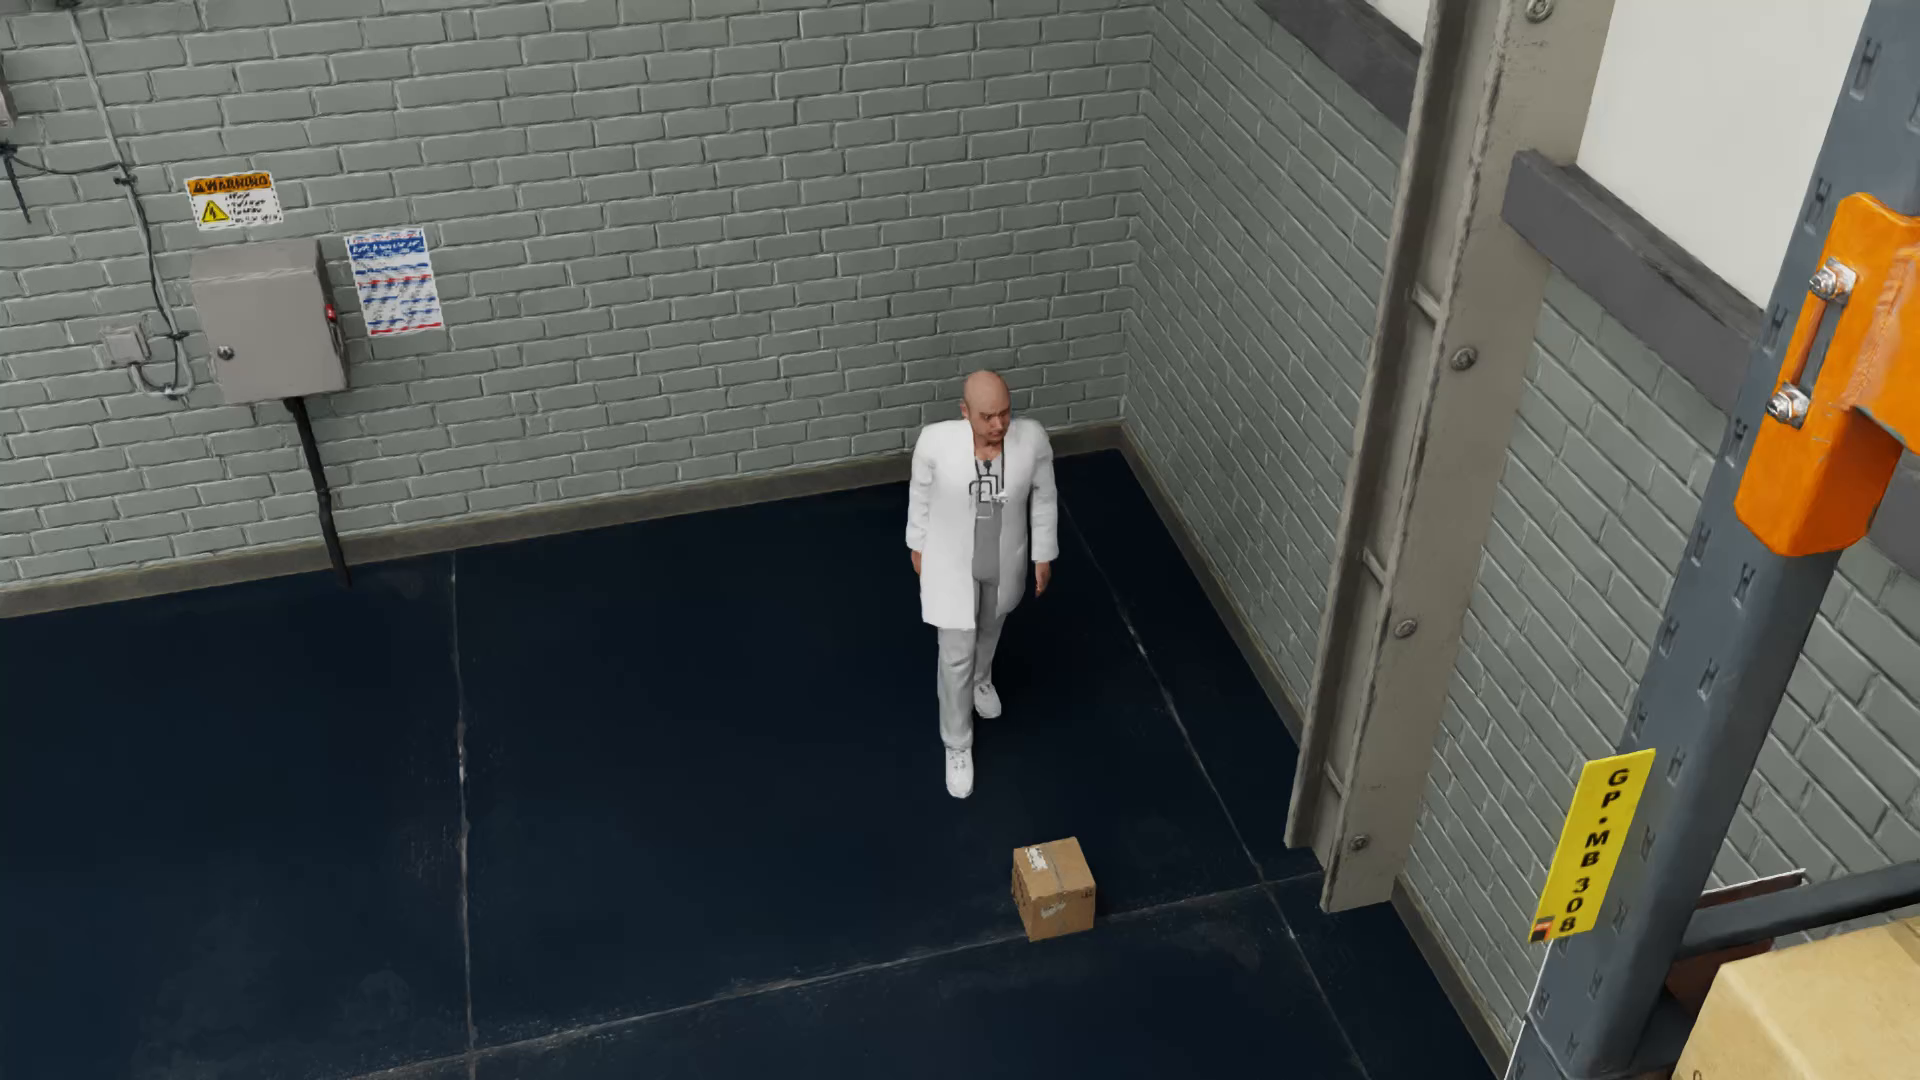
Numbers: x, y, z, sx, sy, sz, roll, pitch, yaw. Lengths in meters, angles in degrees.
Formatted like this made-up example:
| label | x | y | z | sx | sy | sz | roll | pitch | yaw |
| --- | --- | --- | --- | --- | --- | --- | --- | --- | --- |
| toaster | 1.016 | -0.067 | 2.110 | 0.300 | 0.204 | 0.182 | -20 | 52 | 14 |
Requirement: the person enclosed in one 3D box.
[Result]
| label | x | y | z | sx | sy | sz | roll | pitch | yaw |
| --- | --- | --- | --- | --- | --- | --- | --- | --- | --- |
| person | 0.114 | 0.102 | 6.578 | 0.577 | 1.773 | 0.760 | -11 | 39 | -14 |
